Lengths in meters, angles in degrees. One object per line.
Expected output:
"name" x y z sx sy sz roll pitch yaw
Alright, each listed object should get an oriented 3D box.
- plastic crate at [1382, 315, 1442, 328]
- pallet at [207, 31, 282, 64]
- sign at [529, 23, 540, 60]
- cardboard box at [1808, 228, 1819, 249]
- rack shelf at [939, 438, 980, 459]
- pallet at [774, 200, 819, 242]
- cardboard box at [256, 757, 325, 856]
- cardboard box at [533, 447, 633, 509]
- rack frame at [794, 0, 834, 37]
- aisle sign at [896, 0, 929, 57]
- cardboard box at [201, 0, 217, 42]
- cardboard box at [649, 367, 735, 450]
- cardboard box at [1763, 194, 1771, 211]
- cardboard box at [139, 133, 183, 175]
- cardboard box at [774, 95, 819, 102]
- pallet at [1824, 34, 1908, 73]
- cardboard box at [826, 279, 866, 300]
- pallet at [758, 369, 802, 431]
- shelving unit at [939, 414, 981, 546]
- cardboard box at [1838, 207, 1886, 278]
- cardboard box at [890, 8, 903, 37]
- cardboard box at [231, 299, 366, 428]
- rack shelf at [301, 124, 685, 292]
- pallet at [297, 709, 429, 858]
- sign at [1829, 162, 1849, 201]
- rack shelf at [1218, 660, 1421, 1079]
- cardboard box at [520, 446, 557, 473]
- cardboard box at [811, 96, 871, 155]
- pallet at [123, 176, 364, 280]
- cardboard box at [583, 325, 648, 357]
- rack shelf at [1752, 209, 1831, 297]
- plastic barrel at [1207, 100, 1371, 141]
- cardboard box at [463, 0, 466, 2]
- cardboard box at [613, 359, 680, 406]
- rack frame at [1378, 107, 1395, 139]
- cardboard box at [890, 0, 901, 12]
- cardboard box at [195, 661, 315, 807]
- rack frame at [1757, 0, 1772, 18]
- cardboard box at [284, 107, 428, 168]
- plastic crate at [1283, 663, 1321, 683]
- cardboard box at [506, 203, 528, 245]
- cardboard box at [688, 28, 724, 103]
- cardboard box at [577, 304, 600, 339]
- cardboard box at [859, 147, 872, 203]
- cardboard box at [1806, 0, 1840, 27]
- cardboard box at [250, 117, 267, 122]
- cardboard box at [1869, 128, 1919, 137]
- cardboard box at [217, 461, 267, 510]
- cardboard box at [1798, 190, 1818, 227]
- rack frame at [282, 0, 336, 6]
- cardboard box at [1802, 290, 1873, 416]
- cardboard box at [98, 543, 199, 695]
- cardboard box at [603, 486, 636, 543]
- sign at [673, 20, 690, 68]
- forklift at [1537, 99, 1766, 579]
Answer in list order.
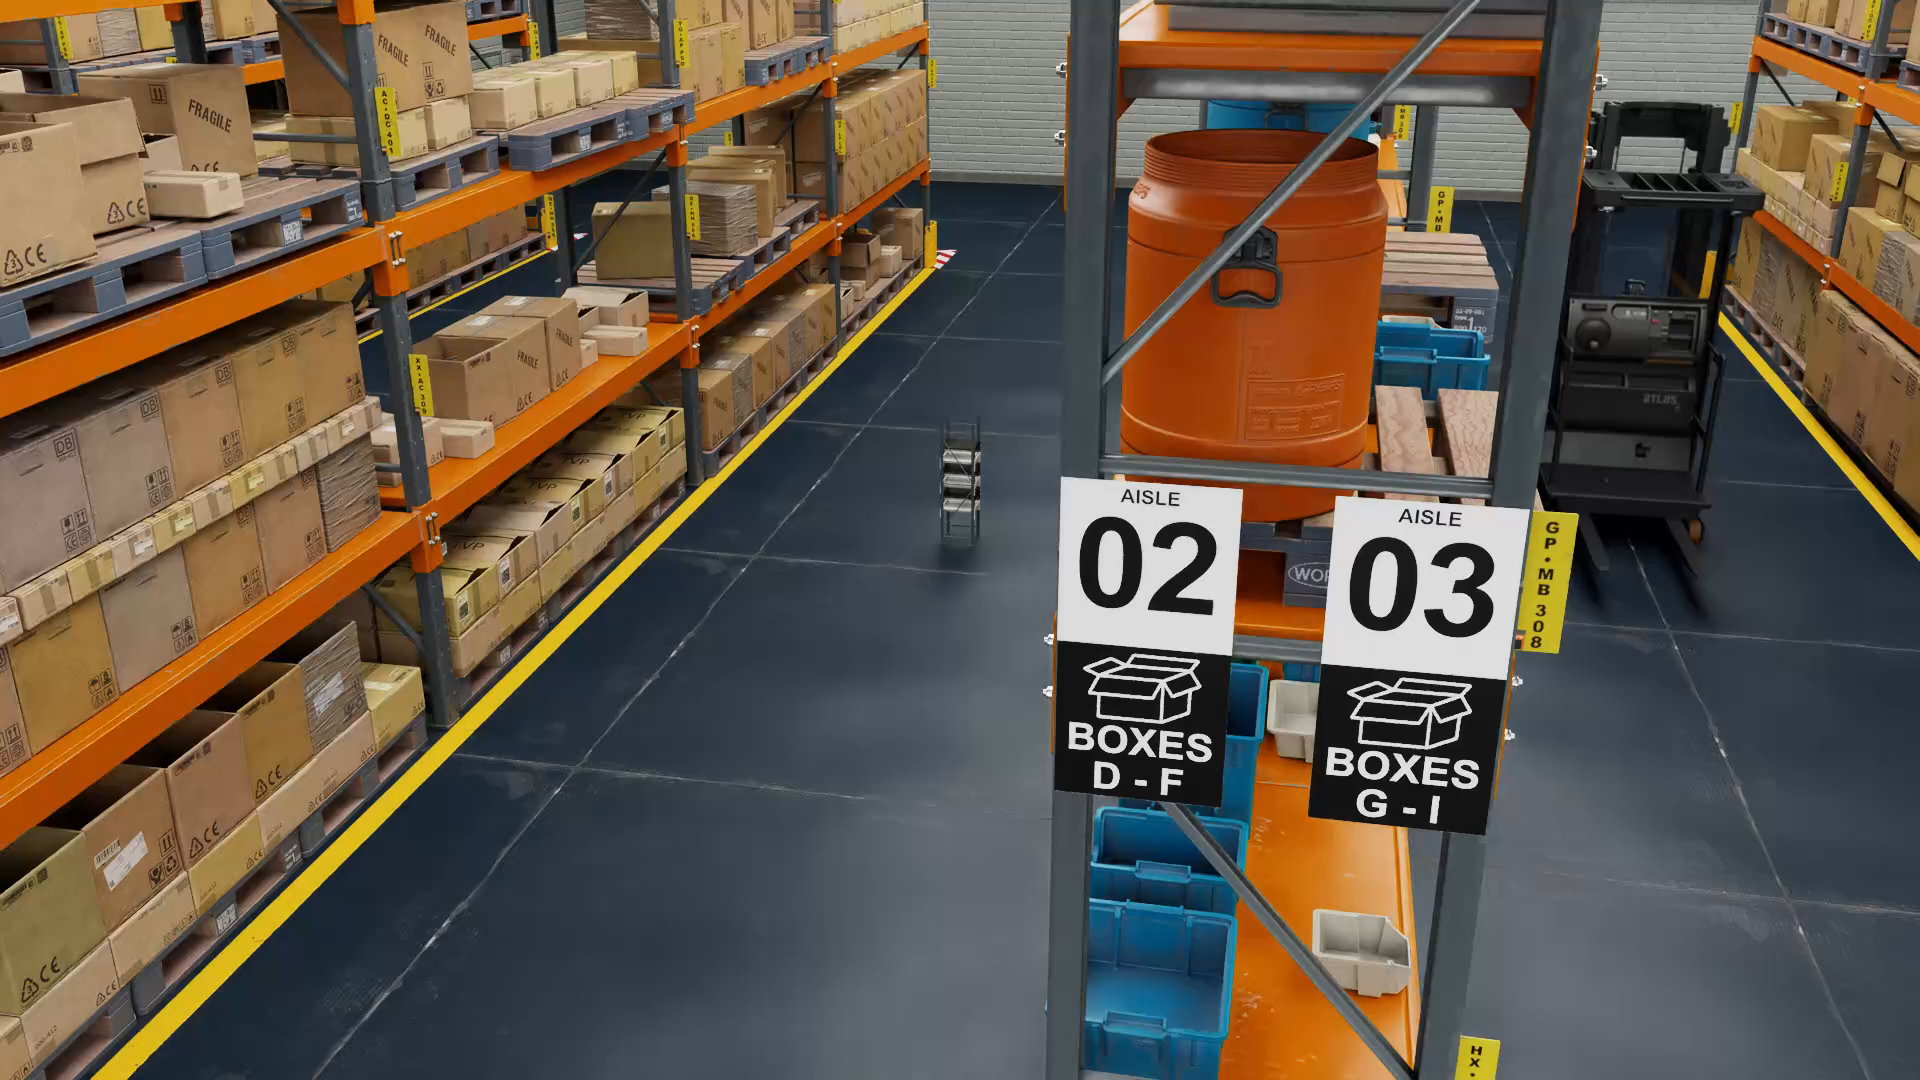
"plastic crate" 1.605 -0.670 5.839 0.243 0.136 0.396 4 22 11
"pallet" -6.668 -4.663 15.657 0.805 0.209 1.217 4 22 9
"sign" -3.026 -3.534 11.905 0.100 0.325 0.005 4 22 11
"cardboard box" 7.812 -2.681 14.831 0.380 0.149 0.250 5 22 12
"rack shelf" 0.002 -0.640 11.604 0.258 0.077 0.200 4 22 11
"pallet" -1.949 -2.950 15.420 1.003 0.211 1.213 4 22 11
"cardboard box" -3.392 1.236 7.889 0.500 0.250 0.500 4 22 11
"cardboard box" -2.567 -0.454 11.334 0.500 0.311 0.500 4 22 11
"rack frame" -1.679 -6.106 14.969 1.000 3.000 0.127 4 22 11
"aisle sign" -0.549 -5.993 19.240 0.394 0.787 0.004 4 22 11
"cardboard box" -7.032 -4.641 14.624 0.700 0.500 0.500 4 22 11
"cardboard box" -2.123 -1.049 13.201 0.500 0.500 0.500 5 23 13
"cardboard box" 8.179 -3.338 16.462 0.380 0.149 0.250 4 22 10
"cardboard box" -3.783 -1.646 7.279 0.500 0.311 0.500 3 22 8
"cardboard box" -1.728 -4.226 16.858 0.500 0.500 0.500 4 22 10
"pallet" 8.195 -4.215 14.408 1.003 0.211 1.213 4 22 11
"cardboard box" -1.215 -2.667 17.664 0.380 0.166 0.250 4 22 11
"pallet" -2.055 -1.282 14.754 1.003 0.211 1.213 4 22 11
"shelving unit" 0.002 -0.420 11.693 0.258 0.900 0.210 4 22 11
"cardboard box" 7.679 -2.464 13.822 0.500 0.500 0.500 5 22 11
"cardboard box" -0.912 -5.534 17.765 0.500 0.250 0.500 4 22 11
"cardboard box" -3.396 -0.883 8.160 0.700 0.500 0.500 5 22 11
"rack shelf" -2.904 -2.186 10.215 1.077 0.370 4.000 4 22 11
"pallet" -3.515 1.184 8.632 1.003 0.211 1.213 4 22 11
"sign" 7.474 -3.047 14.138 0.100 0.325 0.005 4 22 11
"rack shelf" 1.129 1.047 6.202 1.077 0.370 4.000 4 22 11
"cardboard box" -3.095 -0.491 11.426 0.500 0.311 0.500 4 22 9
"cardboard box" -1.203 -4.173 16.727 0.500 0.500 0.500 4 22 9
"pallet" -3.460 -1.434 7.502 1.003 0.211 1.213 4 22 11
"cardboard box" -2.409 -1.394 11.635 0.380 0.149 0.250 4 22 11
"rack shelf" 8.426 -2.964 16.162 1.077 0.370 4.000 4 22 11
"plastic barrel" 1.229 -1.481 6.268 0.600 0.901 0.708 4 22 11
"cardboard box" -5.809 -6.056 18.365 0.500 0.250 0.500 4 22 9
"cardboard box" -2.534 -1.265 13.736 0.500 0.500 0.500 5 23 13
"rack frame" 2.353 -1.481 11.516 1.000 3.000 0.127 4 22 11
"cardboard box" -0.926 -5.767 17.674 0.500 0.250 0.500 4 22 11
"cardboard box" -3.404 0.887 7.751 0.500 0.500 0.500 4 22 11
"rack frame" 8.834 -6.812 16.723 1.000 3.000 0.127 4 22 11
"cardboard box" -3.177 -2.139 8.772 0.500 0.250 0.500 7 23 16
"plastic crate" 1.577 0.476 6.855 0.499 0.251 0.616 4 22 11
"cardboard box" -5.758 -3.934 20.390 0.700 0.500 0.500 4 22 11
"cardboard box" -2.335 -3.647 12.744 0.910 0.500 0.500 4 22 11
"cardboard box" -2.868 -1.507 11.698 0.500 0.311 0.500 4 22 10
"cardboard box" -1.207 -3.723 16.948 0.500 0.500 0.500 5 22 12
"cardboard box" 8.489 -5.125 15.718 0.700 0.500 0.500 3 22 7
"cardboard box" -6.979 -3.901 15.961 0.500 0.250 0.500 5 22 12
"cardboard box" 8.576 -3.509 15.349 0.500 0.500 0.500 4 22 9
"cardboard box" -3.367 -0.257 7.474 0.380 0.149 0.250 4 22 11
"cardboard box" 7.954 -3.006 15.105 0.500 0.250 0.500 5 23 13
"rack frame" -6.530 -6.482 15.903 1.000 3.000 0.127 4 22 11
"cardboard box" 7.907 -1.540 13.945 1.225 0.875 0.875 5 22 11
"cardboard box" -3.707 0.283 7.002 0.700 0.500 0.500 5 23 13
"cardboard box" -2.571 -0.196 11.444 0.500 0.250 0.500 5 22 12
"sign" -1.954 -3.483 11.673 0.100 0.325 0.005 4 22 11
"forklift" 4.768 -1.489 11.627 1.130 2.935 3.031 4 22 11
